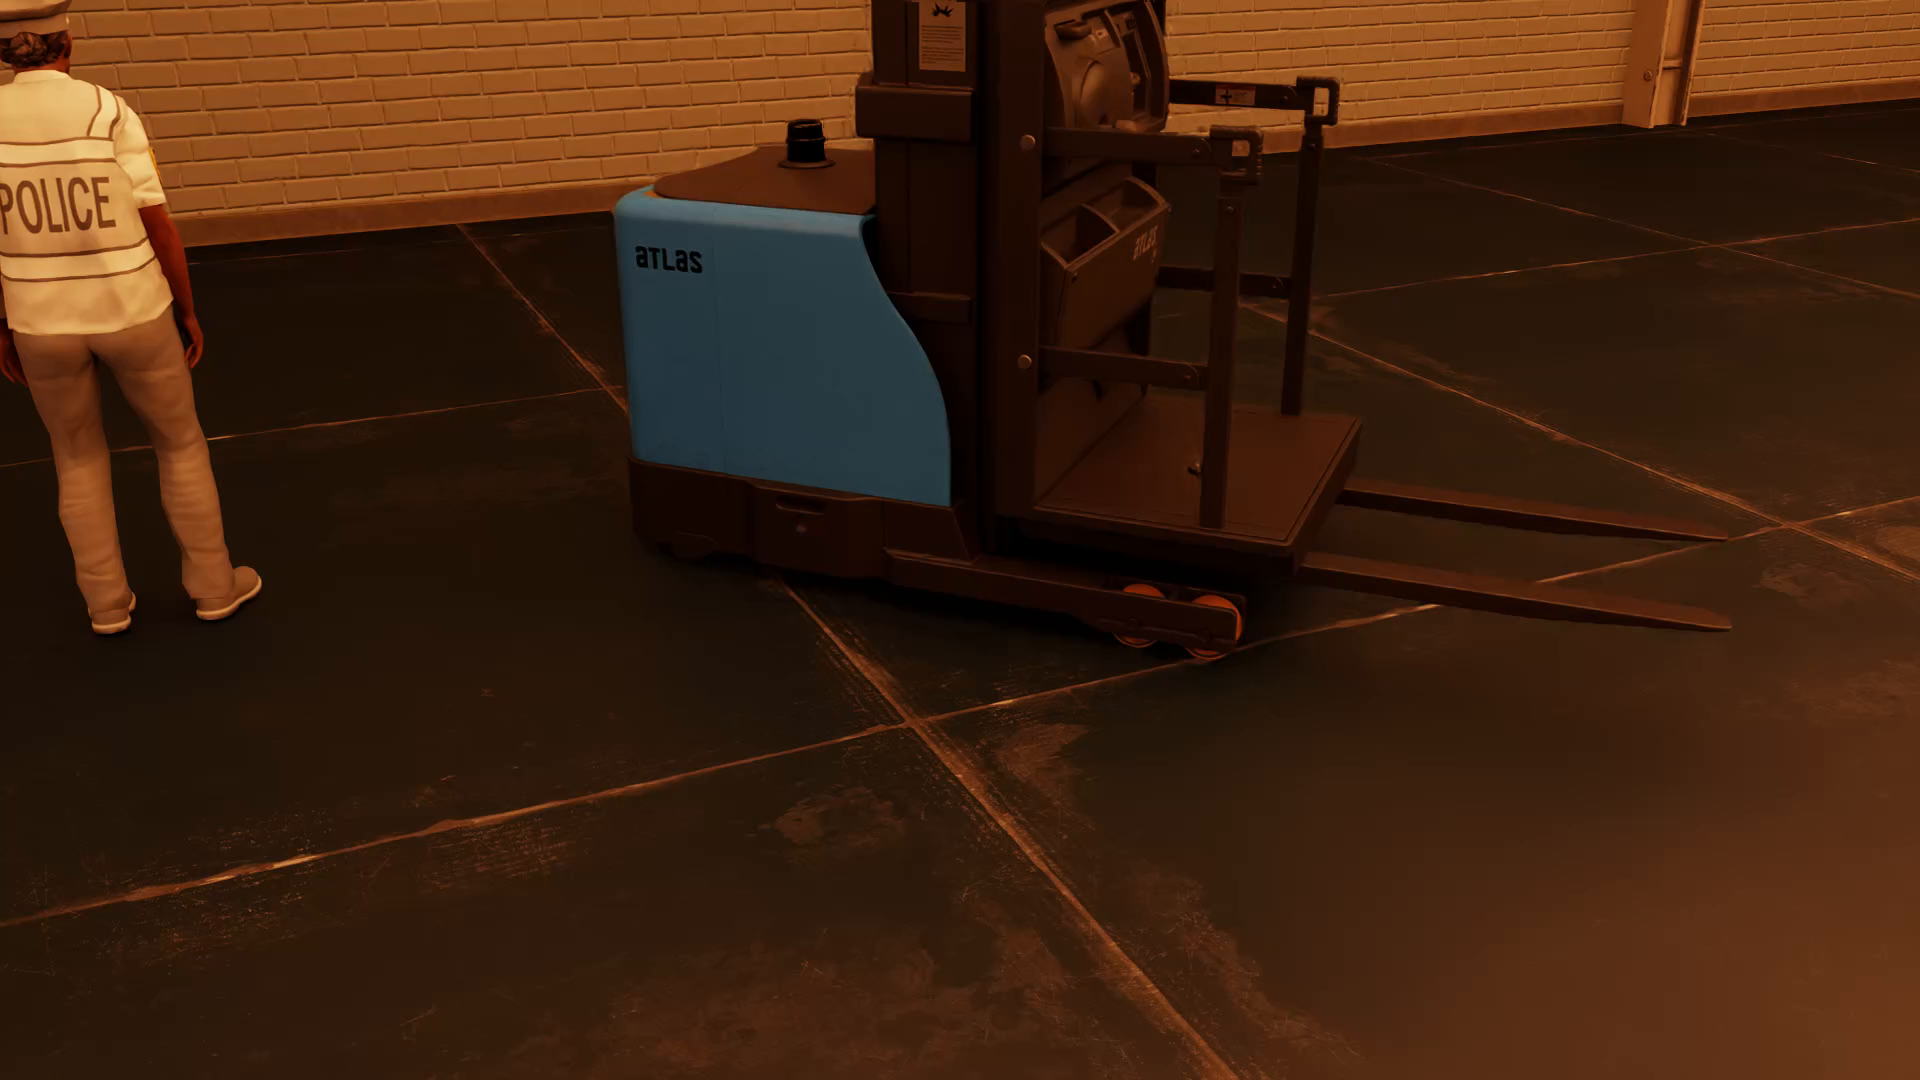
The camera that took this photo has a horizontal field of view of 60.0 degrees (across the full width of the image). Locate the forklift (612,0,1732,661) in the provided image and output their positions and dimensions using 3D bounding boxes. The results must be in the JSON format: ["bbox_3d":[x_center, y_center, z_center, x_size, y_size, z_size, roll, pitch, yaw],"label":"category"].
[{"bbox_3d":[0.583,-1.270,4.344,3.031,2.935,1.130,9,24,20],"label":"forklift"}]

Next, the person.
[{"bbox_3d":[-2.218,-0.557,4.292,0.519,1.655,0.397,-7,24,-16],"label":"person"}]
